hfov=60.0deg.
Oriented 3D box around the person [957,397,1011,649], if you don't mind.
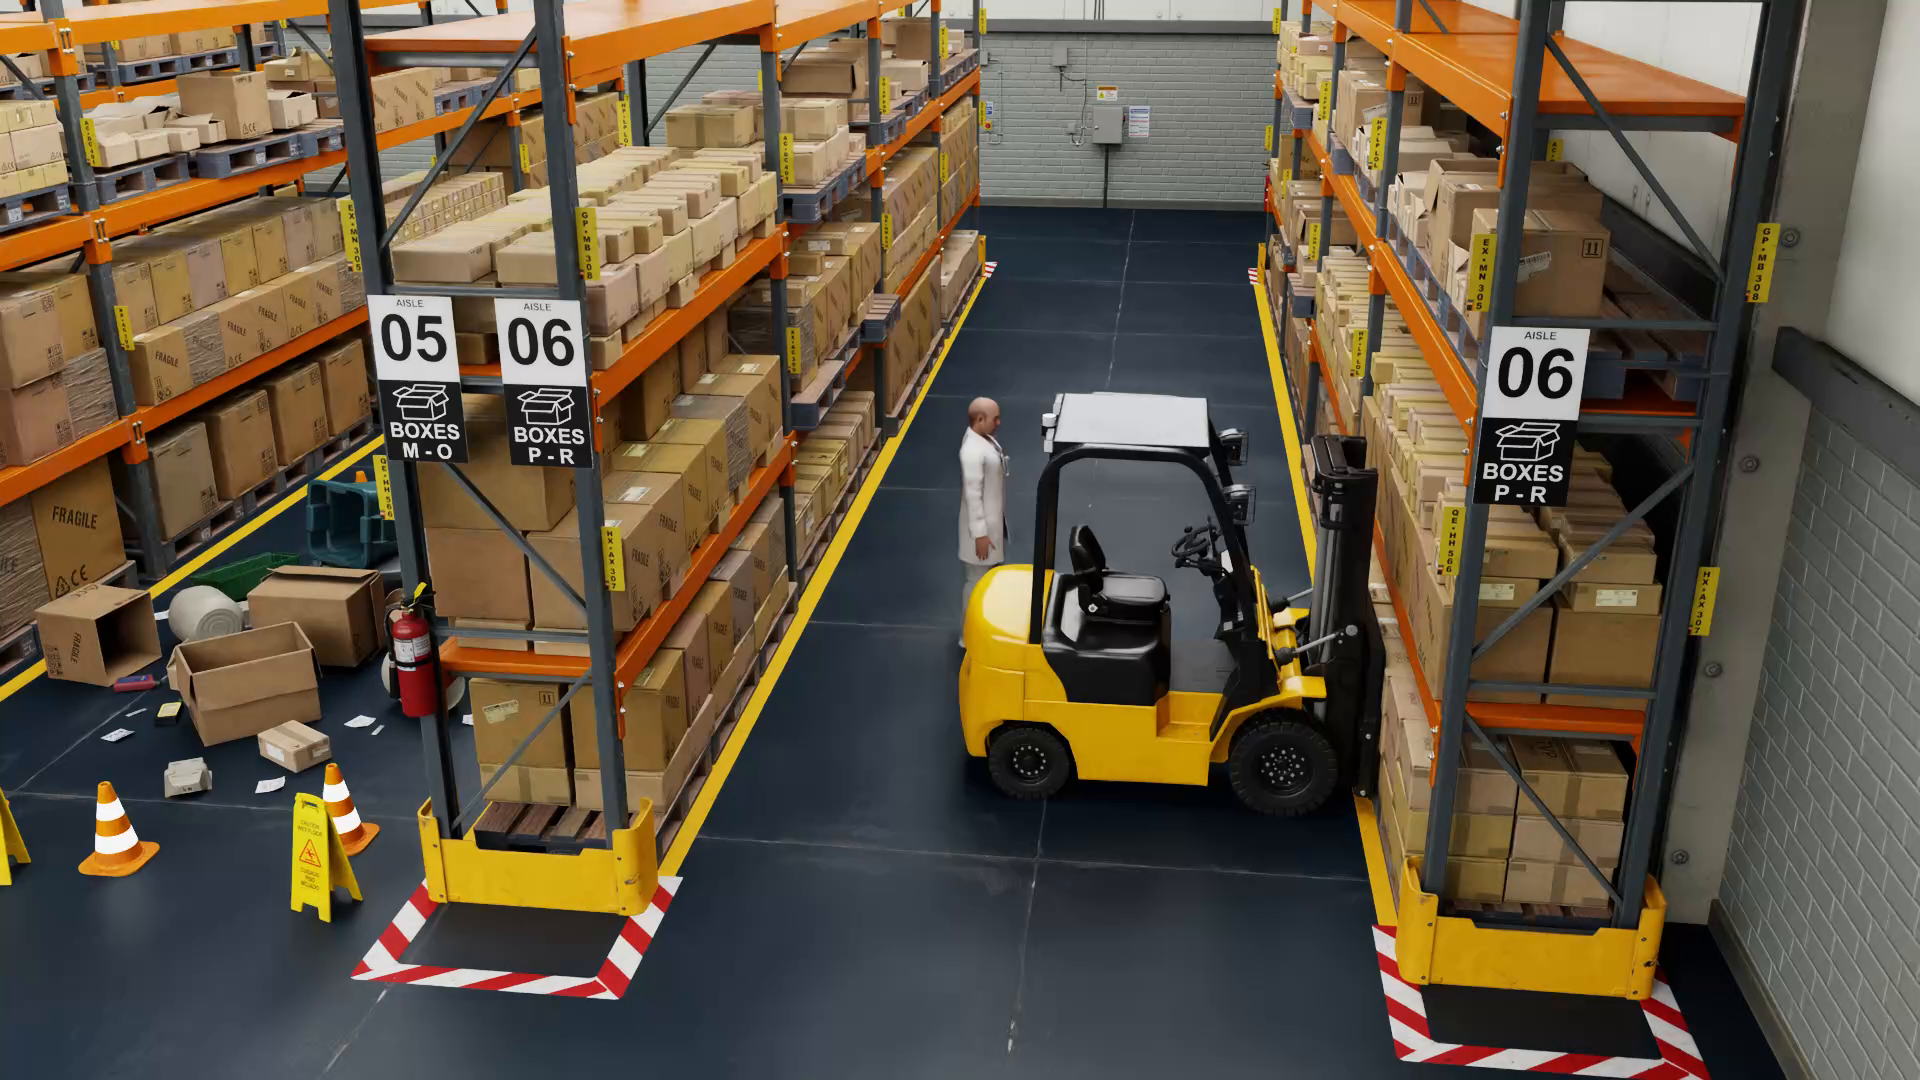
[{"bbox_3d":[0.193,-0.078,11.353,0.409,1.838,0.645,2,21,6],"label":"person"}]
